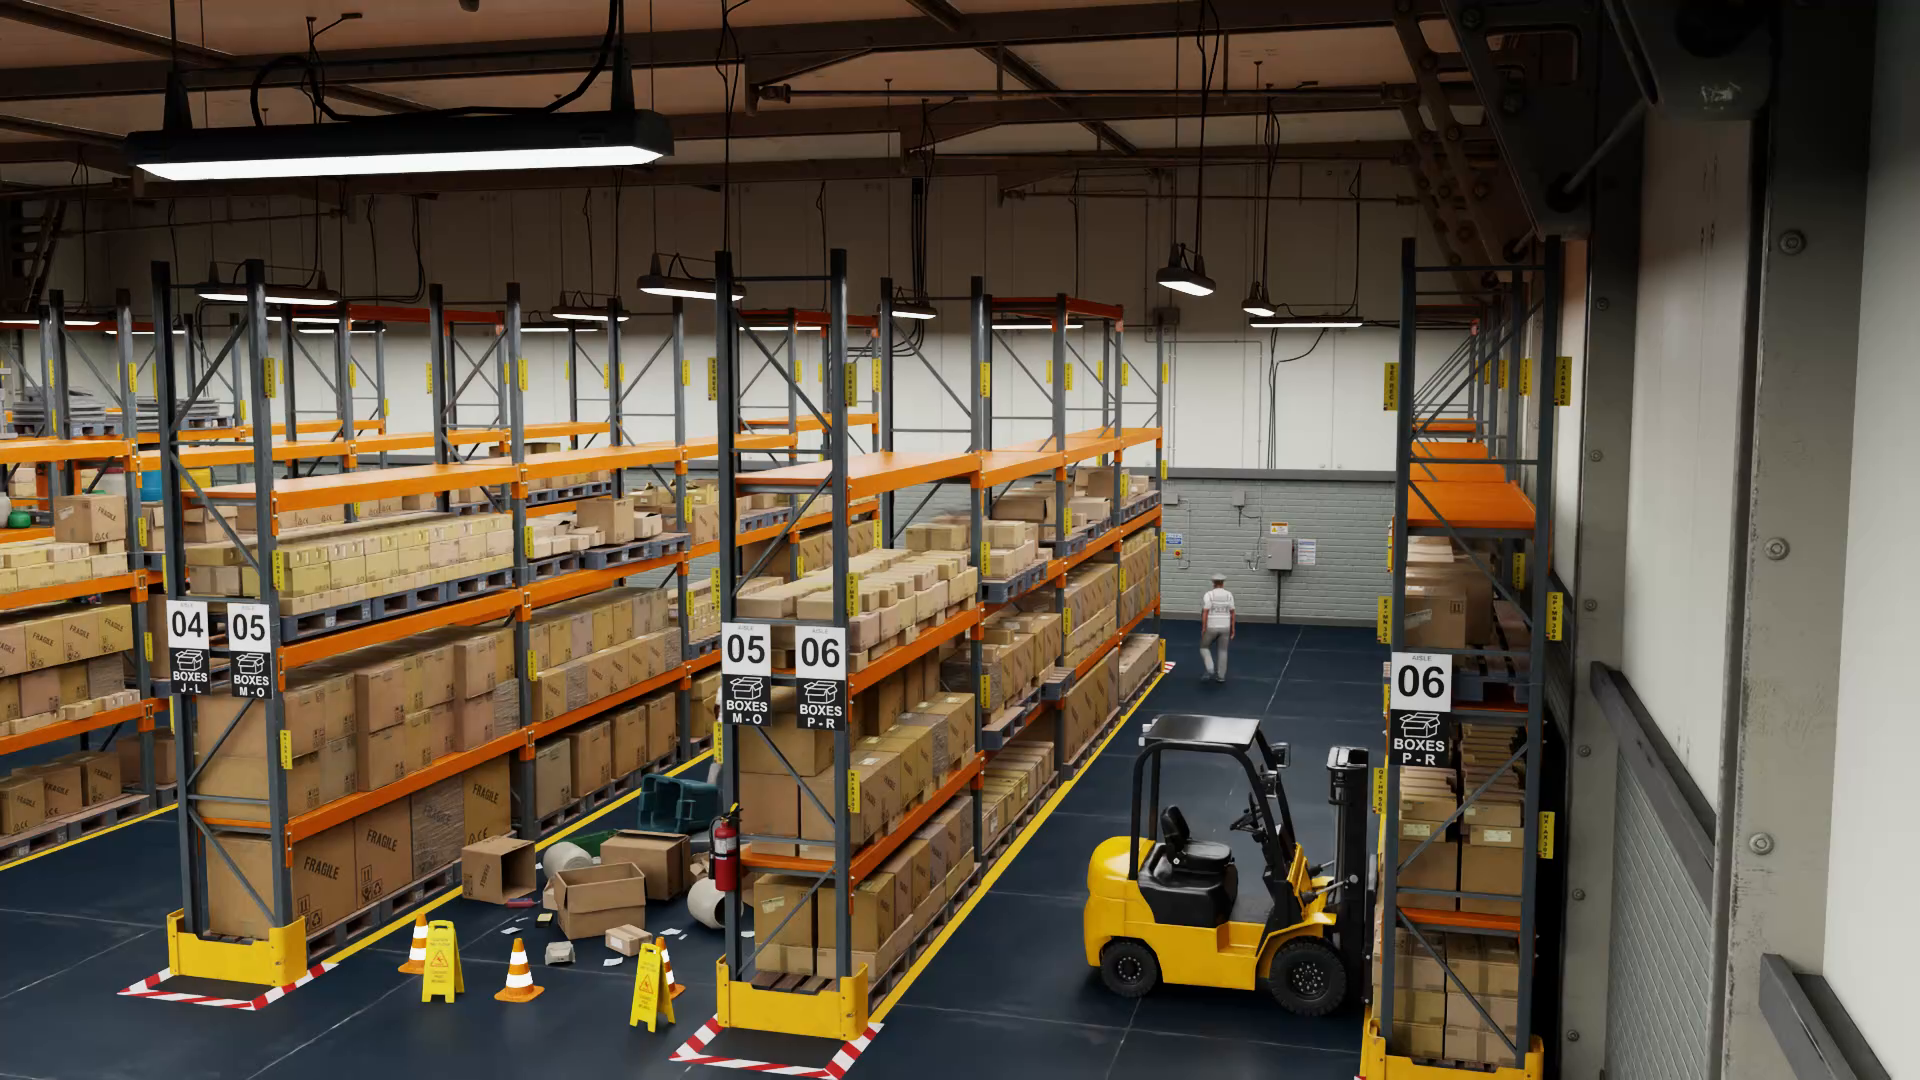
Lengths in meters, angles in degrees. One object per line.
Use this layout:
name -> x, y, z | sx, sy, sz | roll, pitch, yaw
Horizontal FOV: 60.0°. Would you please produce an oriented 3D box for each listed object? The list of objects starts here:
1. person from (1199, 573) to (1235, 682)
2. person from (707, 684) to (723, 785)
person -> 4.192, 1.427, 27.046 | 0.577, 1.766, 0.438 | -1, 6, -11
person -> -2.741, 2.282, 19.649 | 0.533, 1.636, 0.662 | 2, 6, 18
